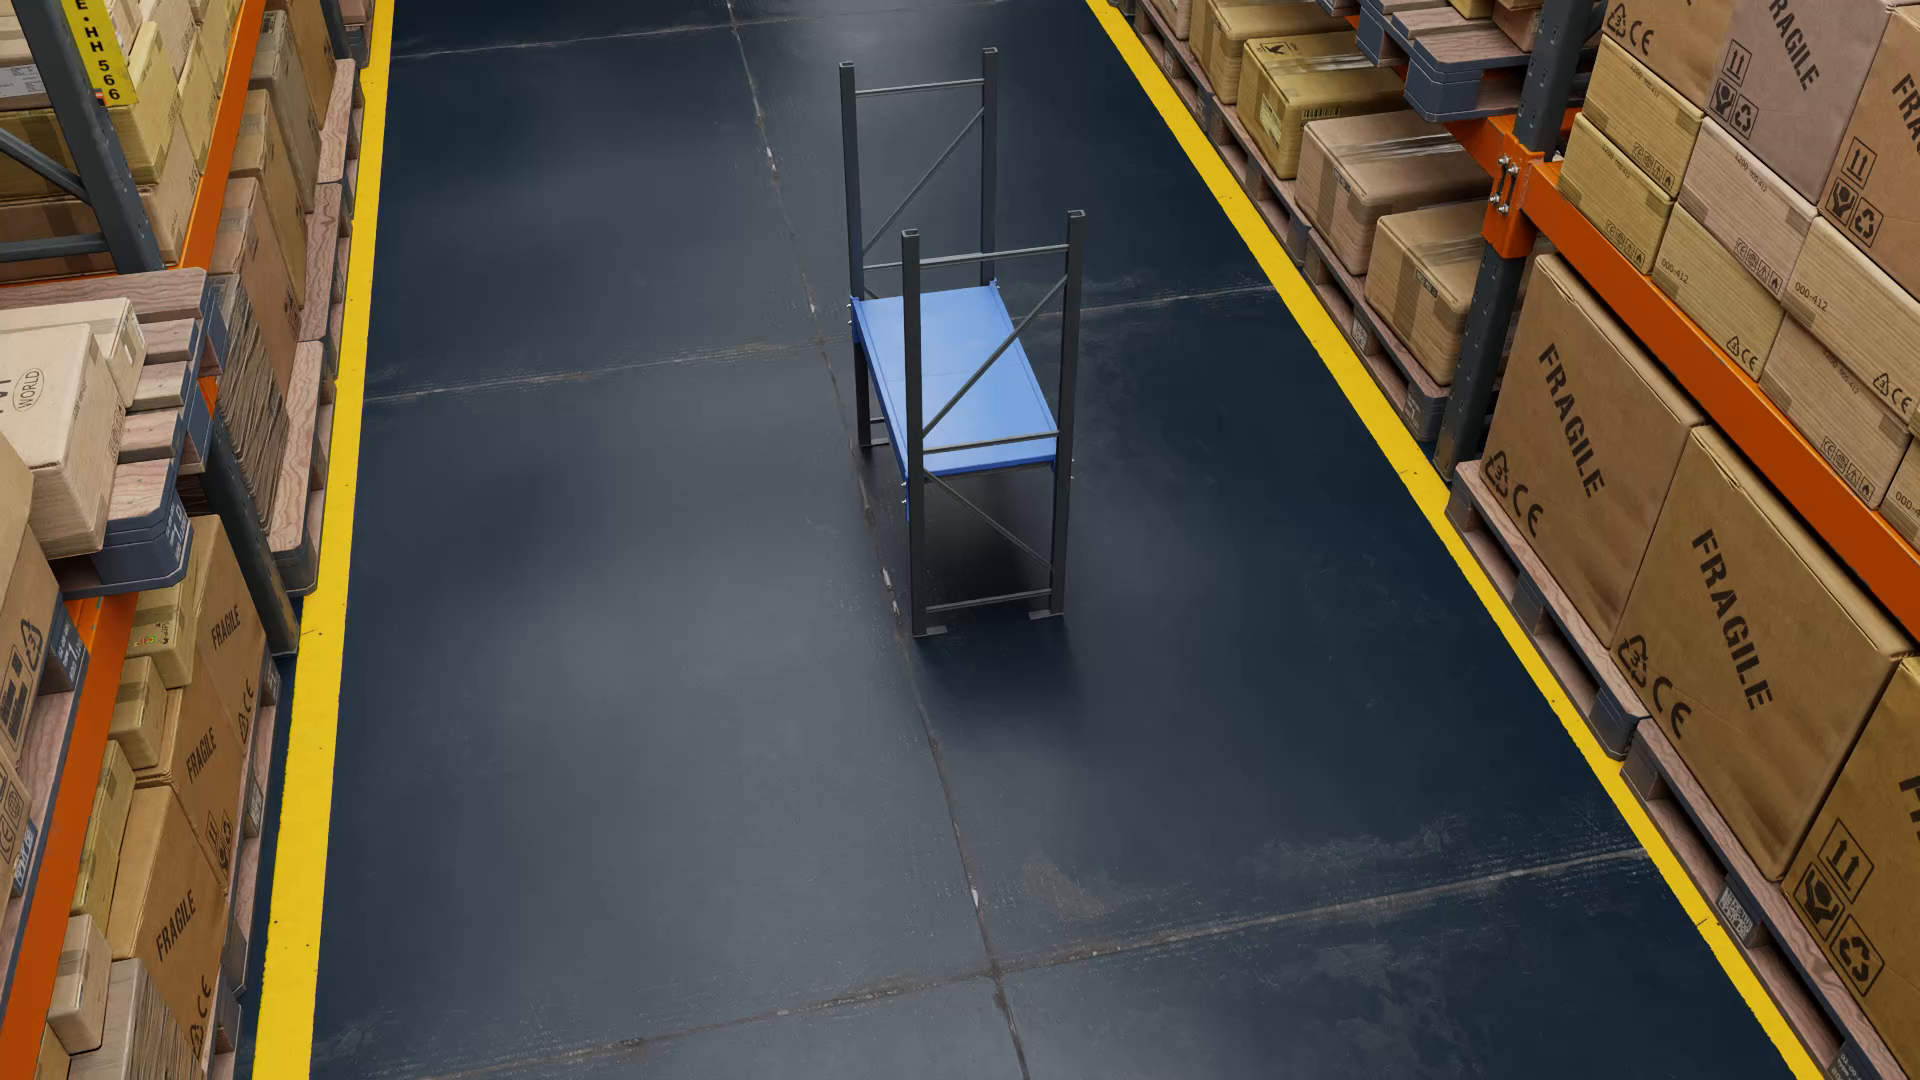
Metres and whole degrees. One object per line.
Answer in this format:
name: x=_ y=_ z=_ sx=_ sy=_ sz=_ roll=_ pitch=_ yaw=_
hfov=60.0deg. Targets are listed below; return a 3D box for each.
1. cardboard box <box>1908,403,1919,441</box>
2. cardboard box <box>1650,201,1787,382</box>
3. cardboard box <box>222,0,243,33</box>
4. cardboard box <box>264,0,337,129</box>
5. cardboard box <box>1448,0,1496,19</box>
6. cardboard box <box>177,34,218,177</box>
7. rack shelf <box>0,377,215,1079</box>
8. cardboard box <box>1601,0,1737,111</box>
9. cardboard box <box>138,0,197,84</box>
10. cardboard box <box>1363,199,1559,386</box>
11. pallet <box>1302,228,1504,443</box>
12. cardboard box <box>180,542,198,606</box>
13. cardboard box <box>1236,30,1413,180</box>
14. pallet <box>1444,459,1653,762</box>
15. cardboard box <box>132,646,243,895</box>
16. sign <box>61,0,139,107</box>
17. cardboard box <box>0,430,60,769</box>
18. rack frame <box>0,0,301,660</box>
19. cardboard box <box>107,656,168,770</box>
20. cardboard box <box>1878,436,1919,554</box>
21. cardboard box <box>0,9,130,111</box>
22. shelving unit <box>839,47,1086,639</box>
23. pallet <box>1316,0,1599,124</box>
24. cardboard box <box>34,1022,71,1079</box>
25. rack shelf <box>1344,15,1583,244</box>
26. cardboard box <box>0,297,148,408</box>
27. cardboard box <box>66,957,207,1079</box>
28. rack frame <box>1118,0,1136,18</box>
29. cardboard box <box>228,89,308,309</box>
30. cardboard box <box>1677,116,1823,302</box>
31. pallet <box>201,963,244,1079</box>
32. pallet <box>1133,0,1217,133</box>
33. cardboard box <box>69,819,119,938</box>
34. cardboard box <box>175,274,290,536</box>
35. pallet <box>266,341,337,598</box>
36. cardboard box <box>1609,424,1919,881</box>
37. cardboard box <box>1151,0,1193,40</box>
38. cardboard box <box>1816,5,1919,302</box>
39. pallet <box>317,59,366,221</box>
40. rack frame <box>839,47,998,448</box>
cardboard box: x=2.391 y=-0.209 z=3.462 sx=0.500 sy=0.250 sz=0.500 roll=-8 pitch=42 yaw=-9
cardboard box: x=2.209 y=-0.693 z=4.384 sx=0.500 sy=0.250 sz=0.500 roll=-9 pitch=42 yaw=-11
cardboard box: x=-2.814 y=-1.982 z=5.836 sx=0.500 sy=0.250 sz=0.500 roll=-7 pitch=42 yaw=-8
cardboard box: x=-3.365 y=-2.244 z=7.491 sx=0.875 sy=0.625 sz=0.625 roll=-7 pitch=42 yaw=-7
cardboard box: x=1.792 y=-1.838 z=5.434 sx=0.380 sy=0.149 sz=0.250 roll=-8 pitch=42 yaw=-9
cardboard box: x=-2.586 y=-1.312 z=5.082 sx=0.500 sy=0.250 sz=0.500 roll=-9 pitch=42 yaw=-10
rack shelf: x=-2.194 y=0.846 z=3.079 sx=1.077 sy=0.370 sz=4.000 roll=-8 pitch=42 yaw=-9
cardboard box: x=2.088 y=-1.489 z=4.340 sx=0.500 sy=0.500 sz=0.500 roll=-10 pitch=43 yaw=-11
cardboard box: x=-2.589 y=-1.497 z=4.914 sx=0.500 sy=0.250 sz=0.500 roll=-7 pitch=42 yaw=-8
cardboard box: x=2.108 y=-0.975 z=6.252 sx=0.950 sy=0.372 sz=0.625 roll=-11 pitch=43 yaw=-12
pallet: x=2.053 y=-0.897 z=6.601 sx=1.003 sy=0.211 sz=1.213 roll=-8 pitch=42 yaw=-9
cardboard box: x=-2.271 y=0.100 z=4.456 sx=0.380 sy=0.149 sz=0.250 roll=-10 pitch=43 yaw=-11
cardboard box: x=1.783 y=-1.944 z=7.344 sx=0.950 sy=0.372 sz=0.625 roll=-7 pitch=42 yaw=-8
pallet: x=2.317 y=0.132 z=5.442 sx=1.003 sy=0.211 sz=1.213 roll=-8 pitch=42 yaw=-9
cardboard box: x=-2.226 y=0.628 z=4.350 sx=0.500 sy=0.500 sz=0.500 roll=-9 pitch=42 yaw=-10
sign: x=-2.097 y=-1.206 z=4.037 sx=0.100 sy=0.325 sz=0.005 roll=-8 pitch=42 yaw=-9
cardboard box: x=-2.092 y=0.117 z=2.965 sx=0.797 sy=0.503 sz=0.637 roll=-9 pitch=42 yaw=-10
rack frame: x=-2.625 y=-0.719 z=4.301 sx=1.000 sy=3.000 sz=0.127 roll=-8 pitch=42 yaw=-9
cardboard box: x=-2.168 y=0.449 z=4.062 sx=0.380 sy=0.149 sz=0.250 roll=-10 pitch=43 yaw=-11
cardboard box: x=2.426 y=-0.033 z=3.640 sx=0.500 sy=0.250 sz=0.500 roll=-8 pitch=42 yaw=-9
cardboard box: x=-2.407 y=-1.248 z=4.332 sx=0.380 sy=0.149 sz=0.250 roll=-7 pitch=42 yaw=-8
shelving unit: x=-0.018 y=-0.616 z=5.314 sx=0.538 sy=1.500 sz=1.048 roll=-8 pitch=42 yaw=-9
pallet: x=1.963 y=-1.808 z=5.671 sx=1.213 sy=0.211 sz=1.003 roll=-8 pitch=42 yaw=-9
cardboard box: x=-2.009 y=1.130 z=3.295 sx=0.380 sy=0.149 sz=0.250 roll=-8 pitch=42 yaw=-9
rack shelf: x=1.789 y=-2.460 z=6.804 sx=1.077 sy=0.370 sz=4.000 roll=-8 pitch=42 yaw=-9
cardboard box: x=-2.109 y=-0.411 z=3.827 sx=0.380 sy=0.149 sz=0.250 roll=-8 pitch=42 yaw=-8
cardboard box: x=-1.980 y=1.301 z=3.592 sx=0.500 sy=0.500 sz=0.500 roll=-10 pitch=43 yaw=-11
rack frame: x=1.357 y=-4.026 z=8.025 sx=1.000 sy=3.000 sz=0.127 roll=-8 pitch=42 yaw=-9
cardboard box: x=-3.041 y=-1.253 z=6.375 sx=0.875 sy=0.625 sz=0.625 roll=-10 pitch=43 yaw=-11
cardboard box: x=2.199 y=-0.865 z=4.201 sx=0.500 sy=0.250 sz=0.500 roll=-7 pitch=42 yaw=-8
pallet: x=-2.241 y=1.602 z=3.786 sx=1.003 sy=0.211 sz=1.213 roll=-8 pitch=42 yaw=-9
pallet: x=1.527 y=-2.478 z=8.383 sx=1.003 sy=0.211 sz=1.213 roll=-8 pitch=42 yaw=-9
cardboard box: x=-2.101 y=0.789 z=3.680 sx=0.380 sy=0.149 sz=0.250 roll=-9 pitch=42 yaw=-10
cardboard box: x=-2.747 y=-0.394 z=5.407 sx=0.875 sy=0.625 sz=0.625 roll=-7 pitch=42 yaw=-8
pallet: x=-2.765 y=-0.215 z=5.834 sx=1.003 sy=0.211 sz=1.213 roll=-8 pitch=42 yaw=-9
cardboard box: x=2.477 y=0.243 z=4.501 sx=0.875 sy=0.875 sz=0.875 roll=-8 pitch=42 yaw=-9
cardboard box: x=1.473 y=-2.860 z=8.376 sx=0.950 sy=0.372 sz=0.625 roll=-8 pitch=42 yaw=-9
cardboard box: x=2.301 y=-0.832 z=3.599 sx=0.500 sy=0.500 sz=0.500 roll=-7 pitch=42 yaw=-8
pallet: x=-3.292 y=-1.797 z=7.615 sx=1.003 sy=0.211 sz=1.213 roll=-8 pitch=42 yaw=-9
rack frame: x=-0.128 y=-0.946 z=5.686 sx=0.500 sy=1.500 sz=0.032 roll=-8 pitch=42 yaw=-9
